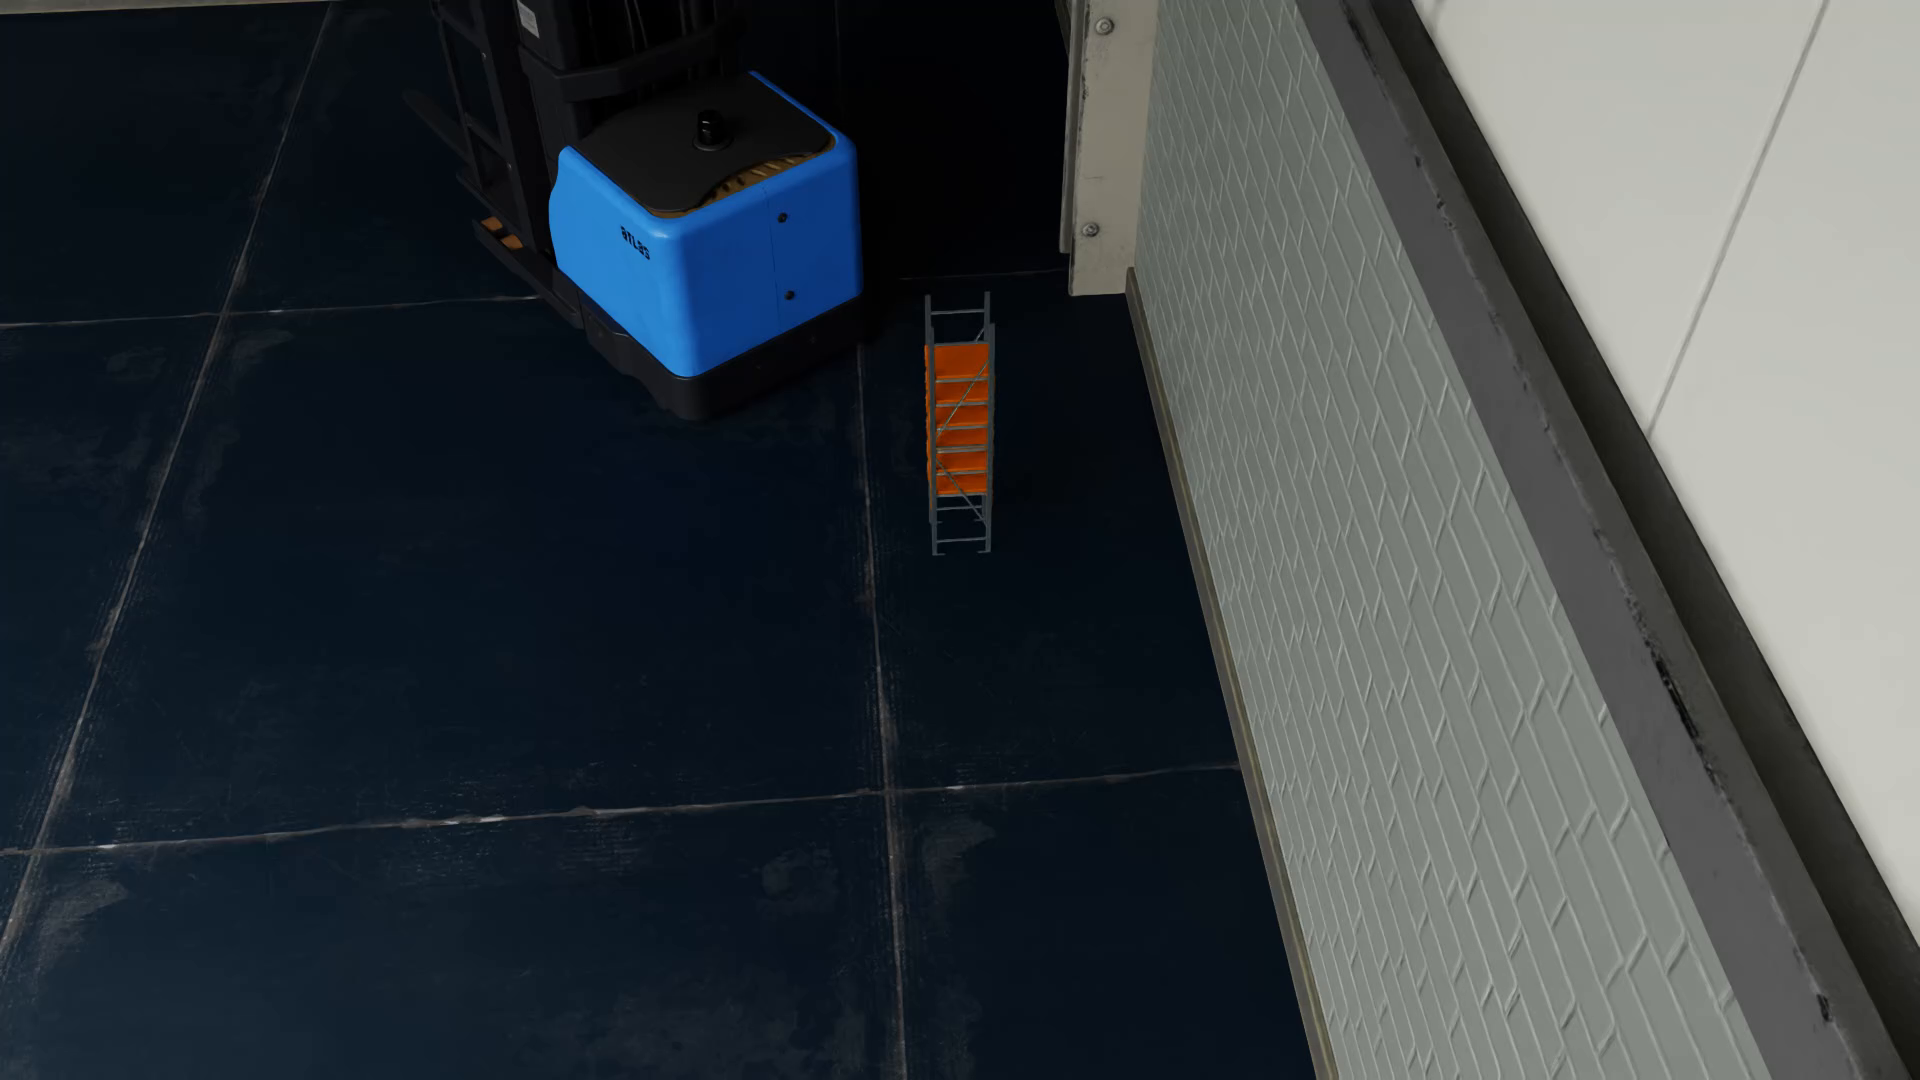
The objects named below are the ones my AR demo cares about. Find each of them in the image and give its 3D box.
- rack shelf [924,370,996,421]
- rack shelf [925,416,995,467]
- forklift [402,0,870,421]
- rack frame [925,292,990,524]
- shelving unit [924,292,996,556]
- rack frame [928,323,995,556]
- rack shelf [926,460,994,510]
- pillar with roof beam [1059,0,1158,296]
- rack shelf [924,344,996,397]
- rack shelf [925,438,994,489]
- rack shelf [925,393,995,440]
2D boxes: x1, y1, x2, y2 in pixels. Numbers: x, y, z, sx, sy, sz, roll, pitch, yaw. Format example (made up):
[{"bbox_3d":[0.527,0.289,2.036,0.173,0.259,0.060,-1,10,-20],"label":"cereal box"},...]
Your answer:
[{"bbox_3d":[-0.001,-0.558,6.319,0.258,0.103,0.180,-3,47,-3],"label":"rack shelf"},{"bbox_3d":[-0.001,-0.392,6.493,0.258,0.103,0.180,-3,47,-3],"label":"rack shelf"},{"bbox_3d":[-1.744,-2.539,7.272,1.130,2.935,3.031,-31,54,-26],"label":"forklift"},{"bbox_3d":[-0.009,-0.489,6.523,0.240,1.200,0.006,-3,47,-3],"label":"rack frame"},{"bbox_3d":[-0.001,-0.423,6.461,0.258,1.200,0.189,-3,47,-3],"label":"shelving unit"},{"bbox_3d":[0.006,-0.357,6.398,0.240,1.200,0.006,-3,47,-3],"label":"rack frame"},{"bbox_3d":[-0.001,-0.227,6.667,0.258,0.103,0.180,-3,47,-3],"label":"rack shelf"},{"bbox_3d":[-3.627,-4.161,4.629,9.100,9.000,0.400,-3,47,-3],"label":"pillar with roof beam"},{"bbox_3d":[-0.001,-0.640,6.232,0.258,0.103,0.180,-3,47,-3],"label":"rack shelf"},{"bbox_3d":[-0.001,-0.310,6.580,0.258,0.103,0.180,-3,47,-3],"label":"rack shelf"},{"bbox_3d":[-0.001,-0.475,6.406,0.258,0.103,0.180,-3,47,-3],"label":"rack shelf"}]
